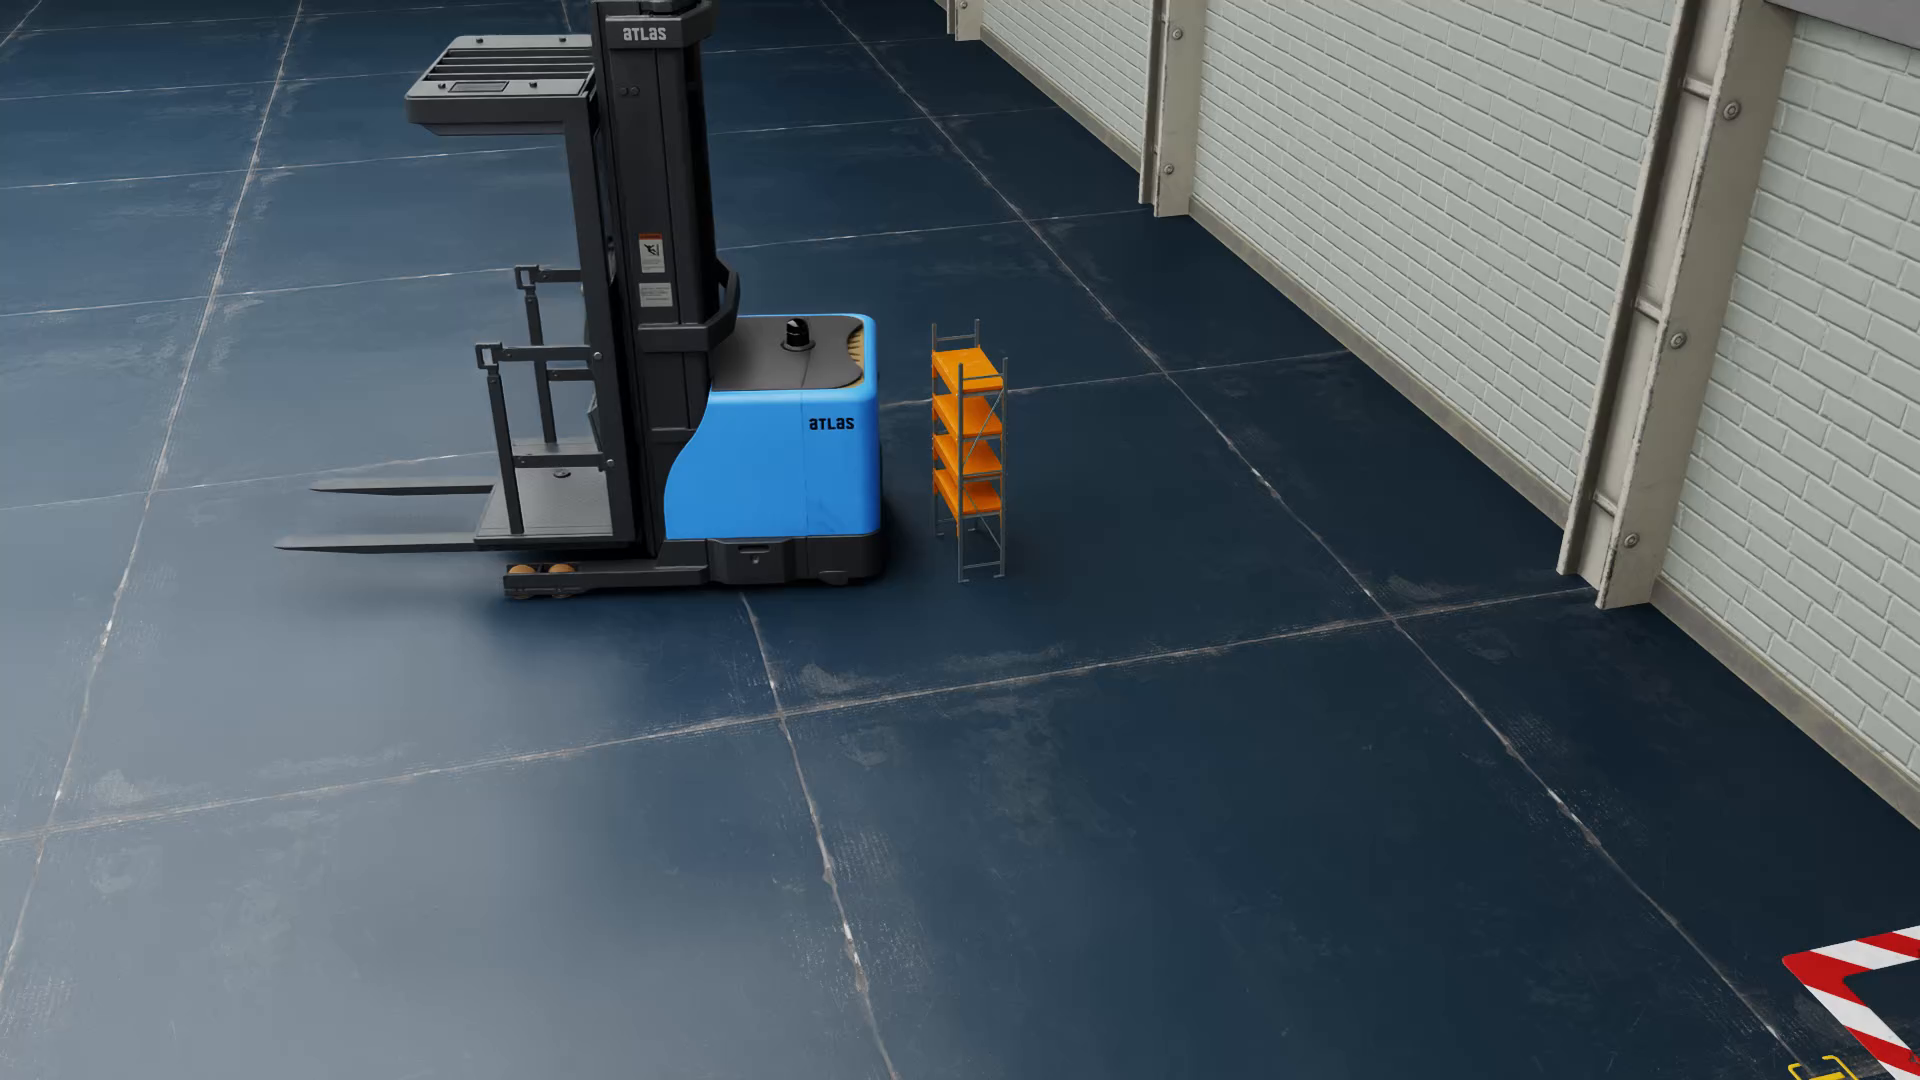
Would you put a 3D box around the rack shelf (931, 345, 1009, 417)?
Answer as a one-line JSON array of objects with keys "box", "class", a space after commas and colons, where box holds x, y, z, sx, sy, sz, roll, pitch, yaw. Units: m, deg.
[{"box": [0.044, -0.779, 8.114, 0.258, 0.148, 0.480, -8, 31, -13], "class": "rack shelf"}]

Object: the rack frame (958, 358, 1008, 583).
[{"box": [0.109, -0.321, 8.108, 0.240, 1.200, 0.015, -8, 31, -13], "class": "rack frame"}]

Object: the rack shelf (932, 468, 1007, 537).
[{"box": [0.044, -0.209, 8.444, 0.258, 0.148, 0.480, -8, 31, -13], "class": "rack shelf"}]

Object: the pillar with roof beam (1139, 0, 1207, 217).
[{"box": [-2.502, -5.994, 10.123, 9.100, 9.000, 0.400, -8, 31, -13], "class": "pillar with roof beam"}]

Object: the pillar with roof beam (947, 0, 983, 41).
[{"box": [-4.094, -8.892, 15.129, 9.100, 9.000, 0.400, -8, 31, -13], "class": "pillar with roof beam"}]

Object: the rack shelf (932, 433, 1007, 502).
[{"box": [0.044, -0.381, 8.345, 0.258, 0.148, 0.480, -8, 31, -13], "class": "rack shelf"}]

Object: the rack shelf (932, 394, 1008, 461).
[{"box": [0.044, -0.575, 8.233, 0.258, 0.148, 0.480, -8, 31, -13], "class": "rack shelf"}]

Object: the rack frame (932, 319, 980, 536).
[{"box": [-0.021, -0.557, 8.515, 0.240, 1.200, 0.015, -8, 31, -13], "class": "rack frame"}]

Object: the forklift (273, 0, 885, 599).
[{"box": [-1.914, -1.247, 7.979, 3.031, 2.935, 1.130, -1, 30, -2], "class": "forklift"}]

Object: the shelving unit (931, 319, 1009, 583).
[{"box": [0.044, -0.439, 8.311, 0.258, 1.200, 0.503, -8, 31, -13], "class": "shelving unit"}]

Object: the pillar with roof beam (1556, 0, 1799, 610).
[{"box": [-0.909, -3.096, 5.116, 9.100, 9.000, 0.400, -8, 31, -13], "class": "pillar with roof beam"}]
